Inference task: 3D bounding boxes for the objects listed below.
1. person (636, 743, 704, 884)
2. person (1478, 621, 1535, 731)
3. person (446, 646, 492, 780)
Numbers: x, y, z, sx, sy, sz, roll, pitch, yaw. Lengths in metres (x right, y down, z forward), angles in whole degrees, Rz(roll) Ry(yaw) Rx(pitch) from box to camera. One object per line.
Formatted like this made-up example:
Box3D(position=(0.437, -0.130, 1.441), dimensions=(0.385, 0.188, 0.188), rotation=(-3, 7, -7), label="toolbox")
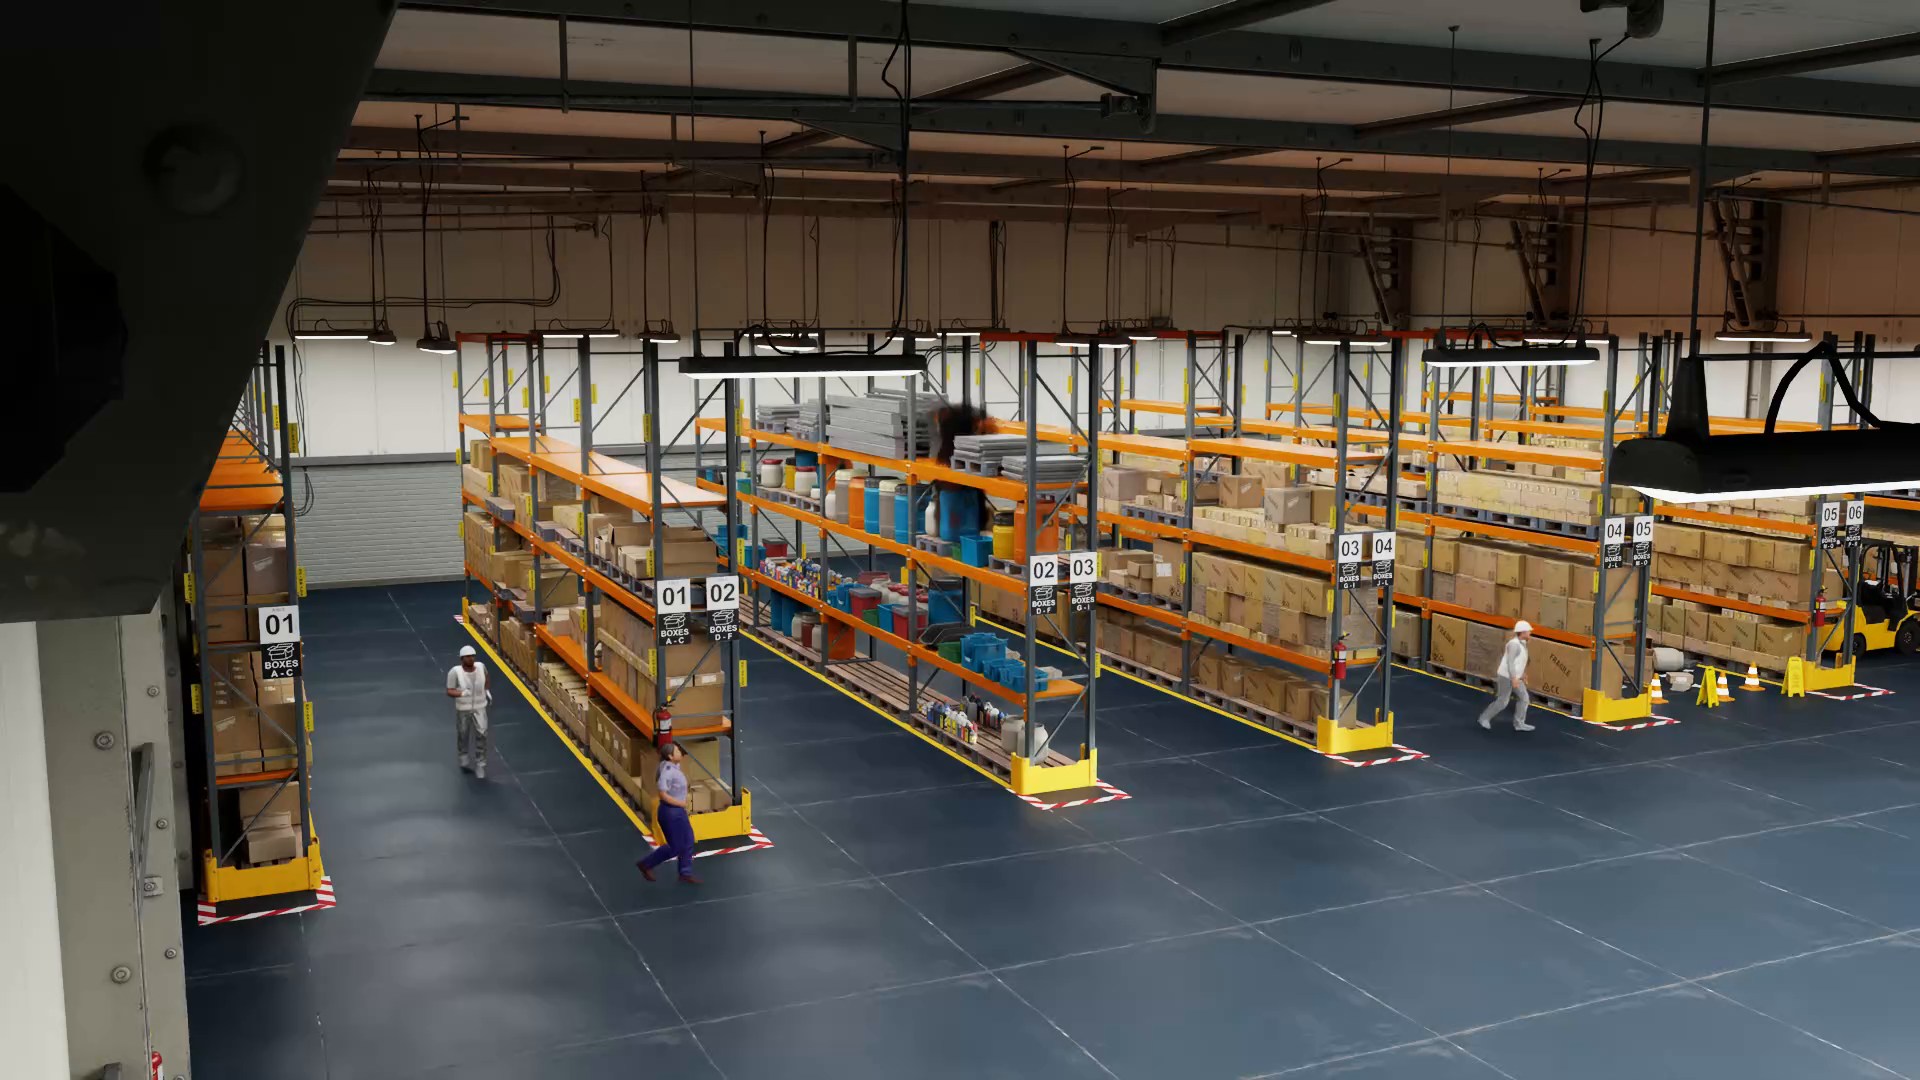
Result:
Box3D(position=(-3.239, 3.068, 18.494), dimensions=(0.742, 1.665, 0.656), rotation=(-1, 8, -9), label="person")
Box3D(position=(8.419, 2.070, 25.484), dimensions=(0.814, 1.713, 0.731), rotation=(5, 9, 31), label="person")
Box3D(position=(-6.763, 2.358, 22.968), dimensions=(0.644, 1.842, 0.878), rotation=(-4, 9, -25), label="person")
